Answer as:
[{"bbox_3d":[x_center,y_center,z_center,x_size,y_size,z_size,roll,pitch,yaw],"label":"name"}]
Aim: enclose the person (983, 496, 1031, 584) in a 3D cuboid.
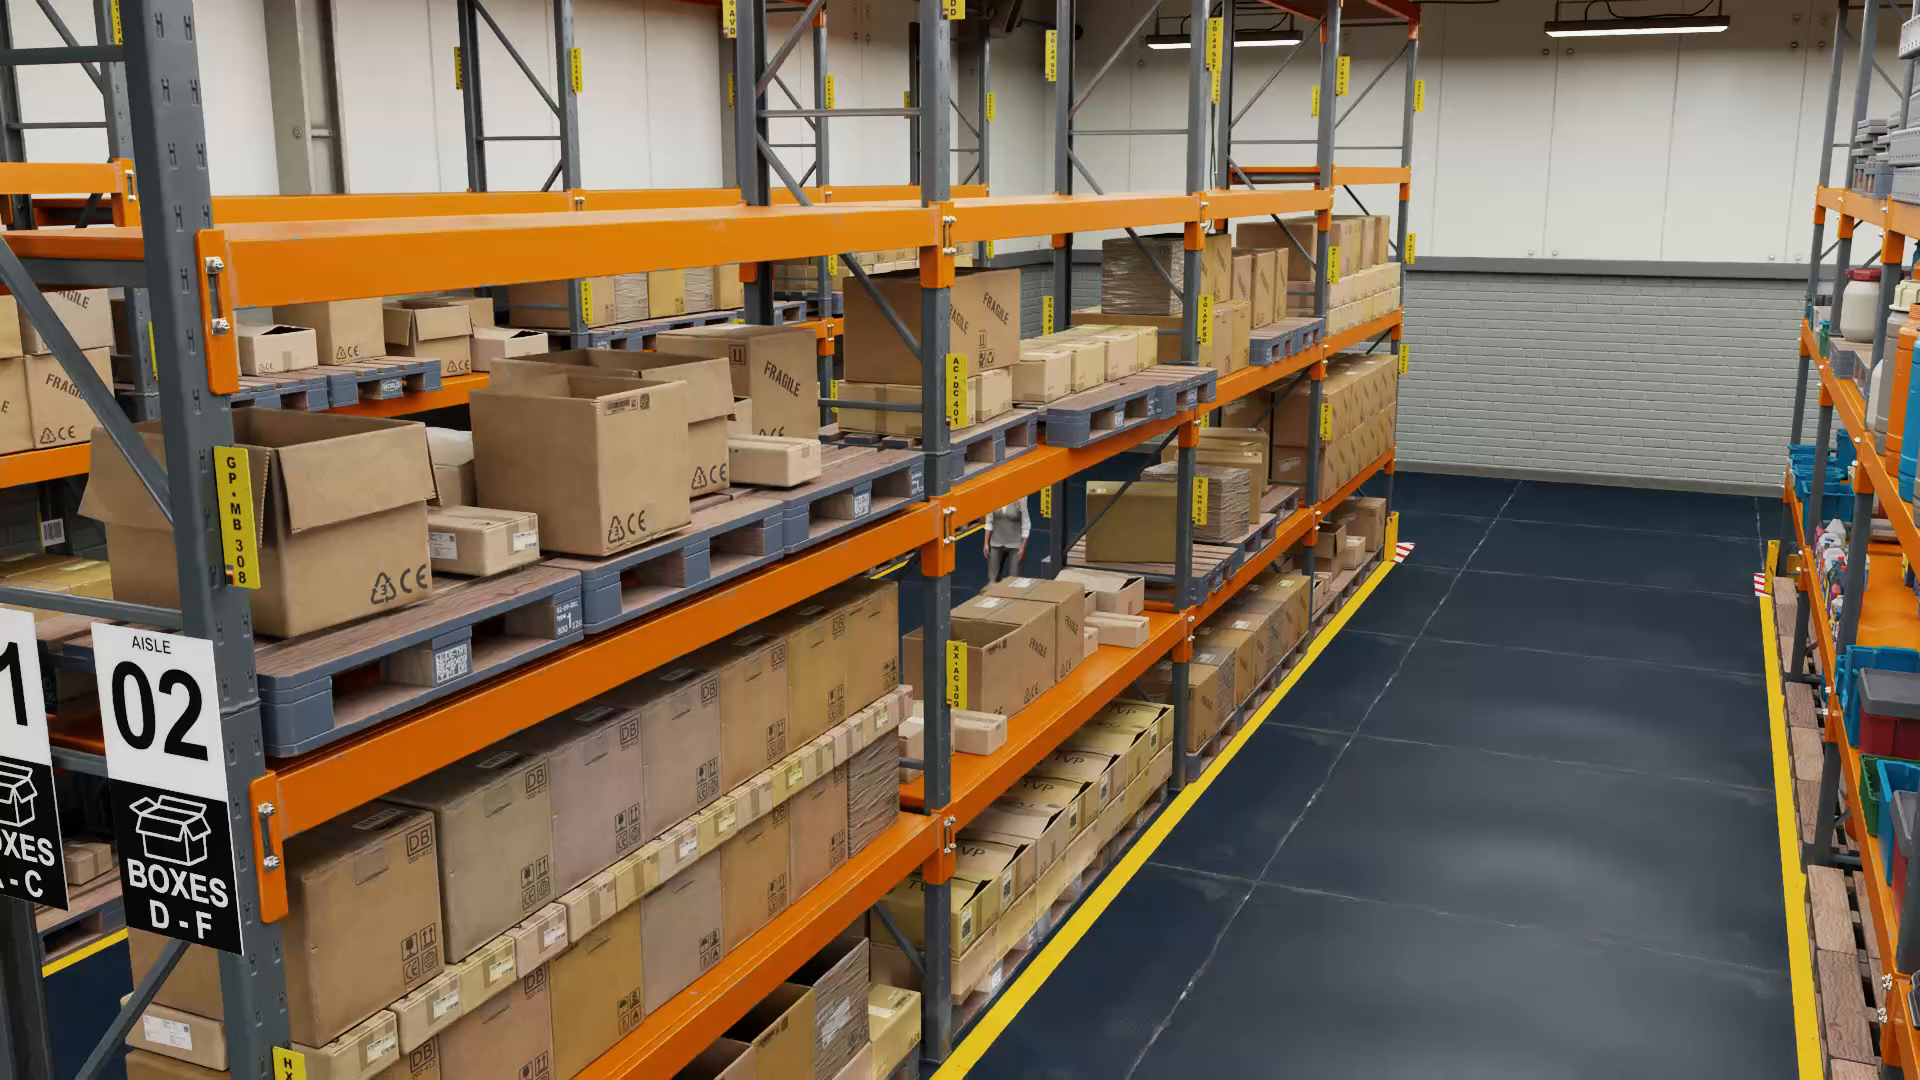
[{"bbox_3d":[0.442,0.083,15.611,0.455,1.596,0.343,5,13,22],"label":"person"}]
